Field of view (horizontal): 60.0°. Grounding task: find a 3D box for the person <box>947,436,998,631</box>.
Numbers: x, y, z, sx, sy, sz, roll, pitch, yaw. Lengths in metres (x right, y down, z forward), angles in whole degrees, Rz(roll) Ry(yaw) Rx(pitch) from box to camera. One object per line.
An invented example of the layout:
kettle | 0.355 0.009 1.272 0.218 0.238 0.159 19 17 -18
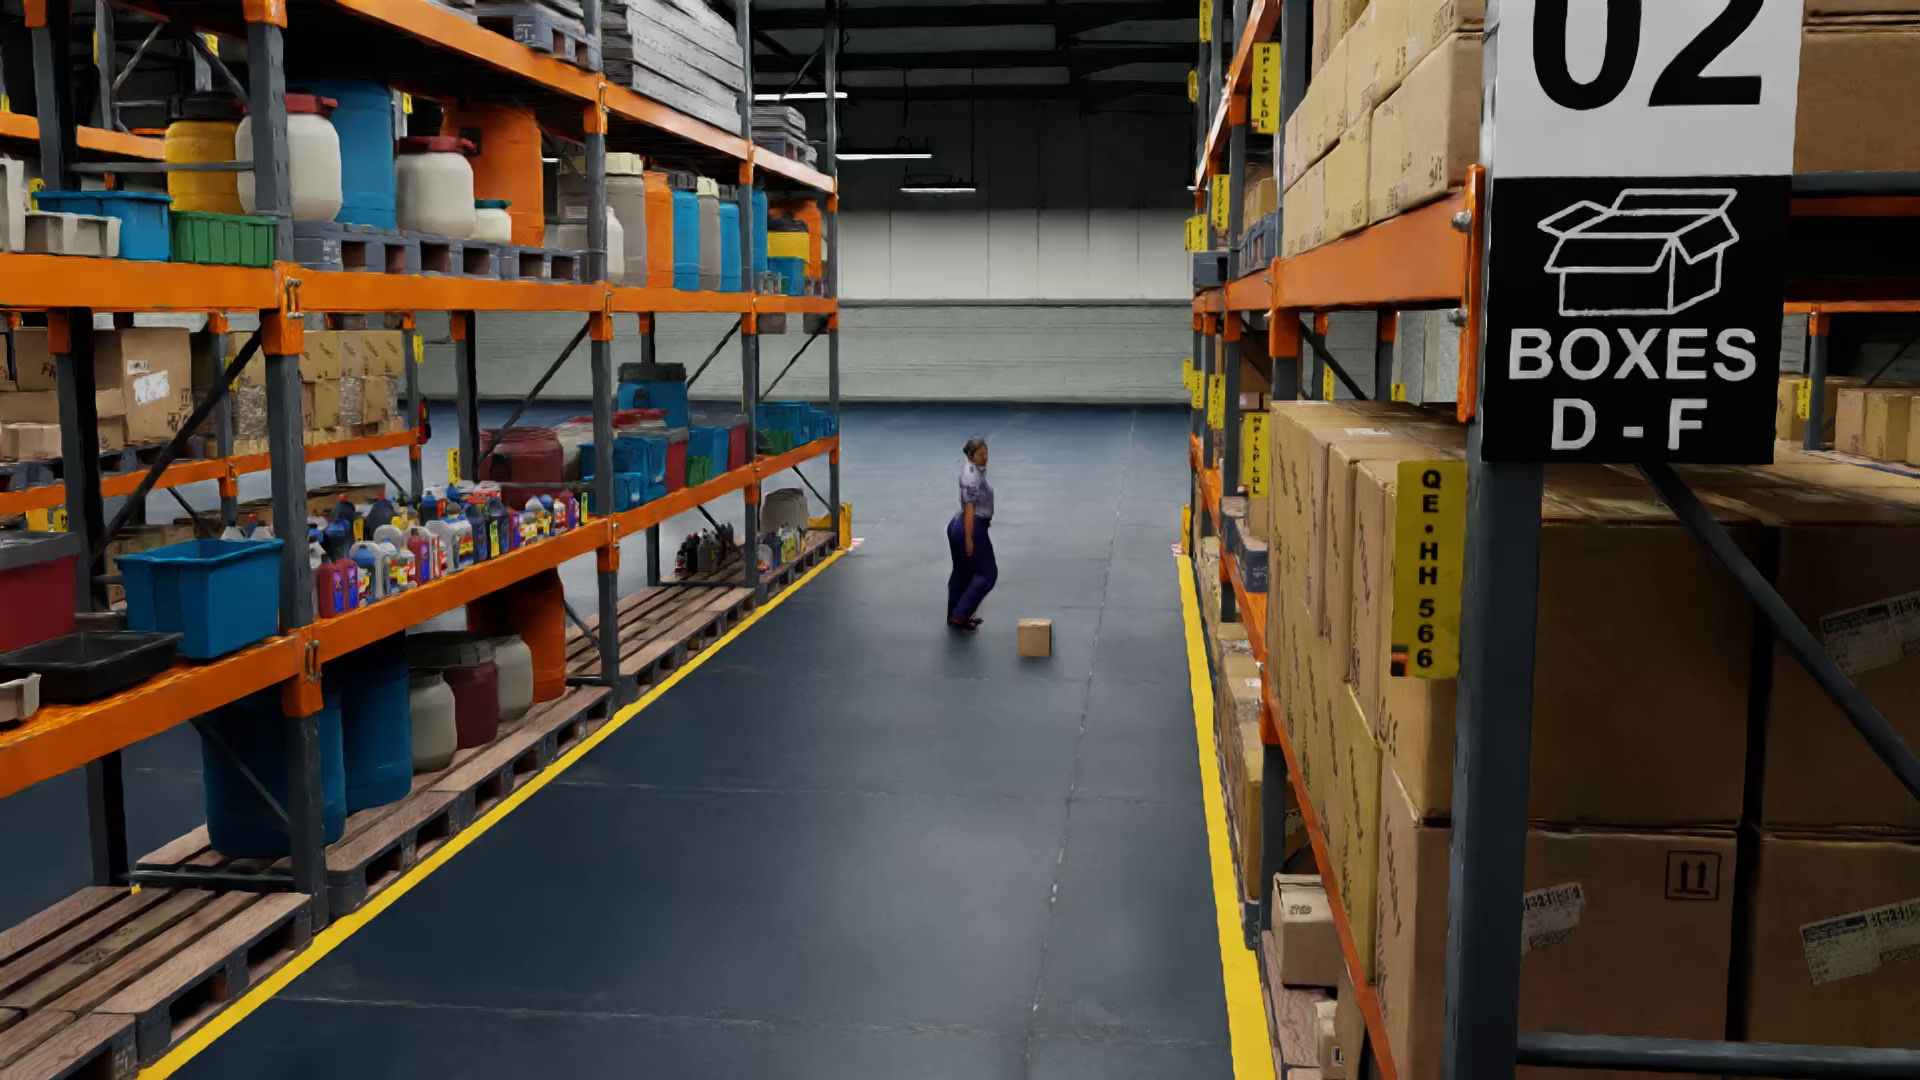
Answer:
person | 0.079 -0.058 13.785 0.406 1.618 0.569 -1 8 -11
